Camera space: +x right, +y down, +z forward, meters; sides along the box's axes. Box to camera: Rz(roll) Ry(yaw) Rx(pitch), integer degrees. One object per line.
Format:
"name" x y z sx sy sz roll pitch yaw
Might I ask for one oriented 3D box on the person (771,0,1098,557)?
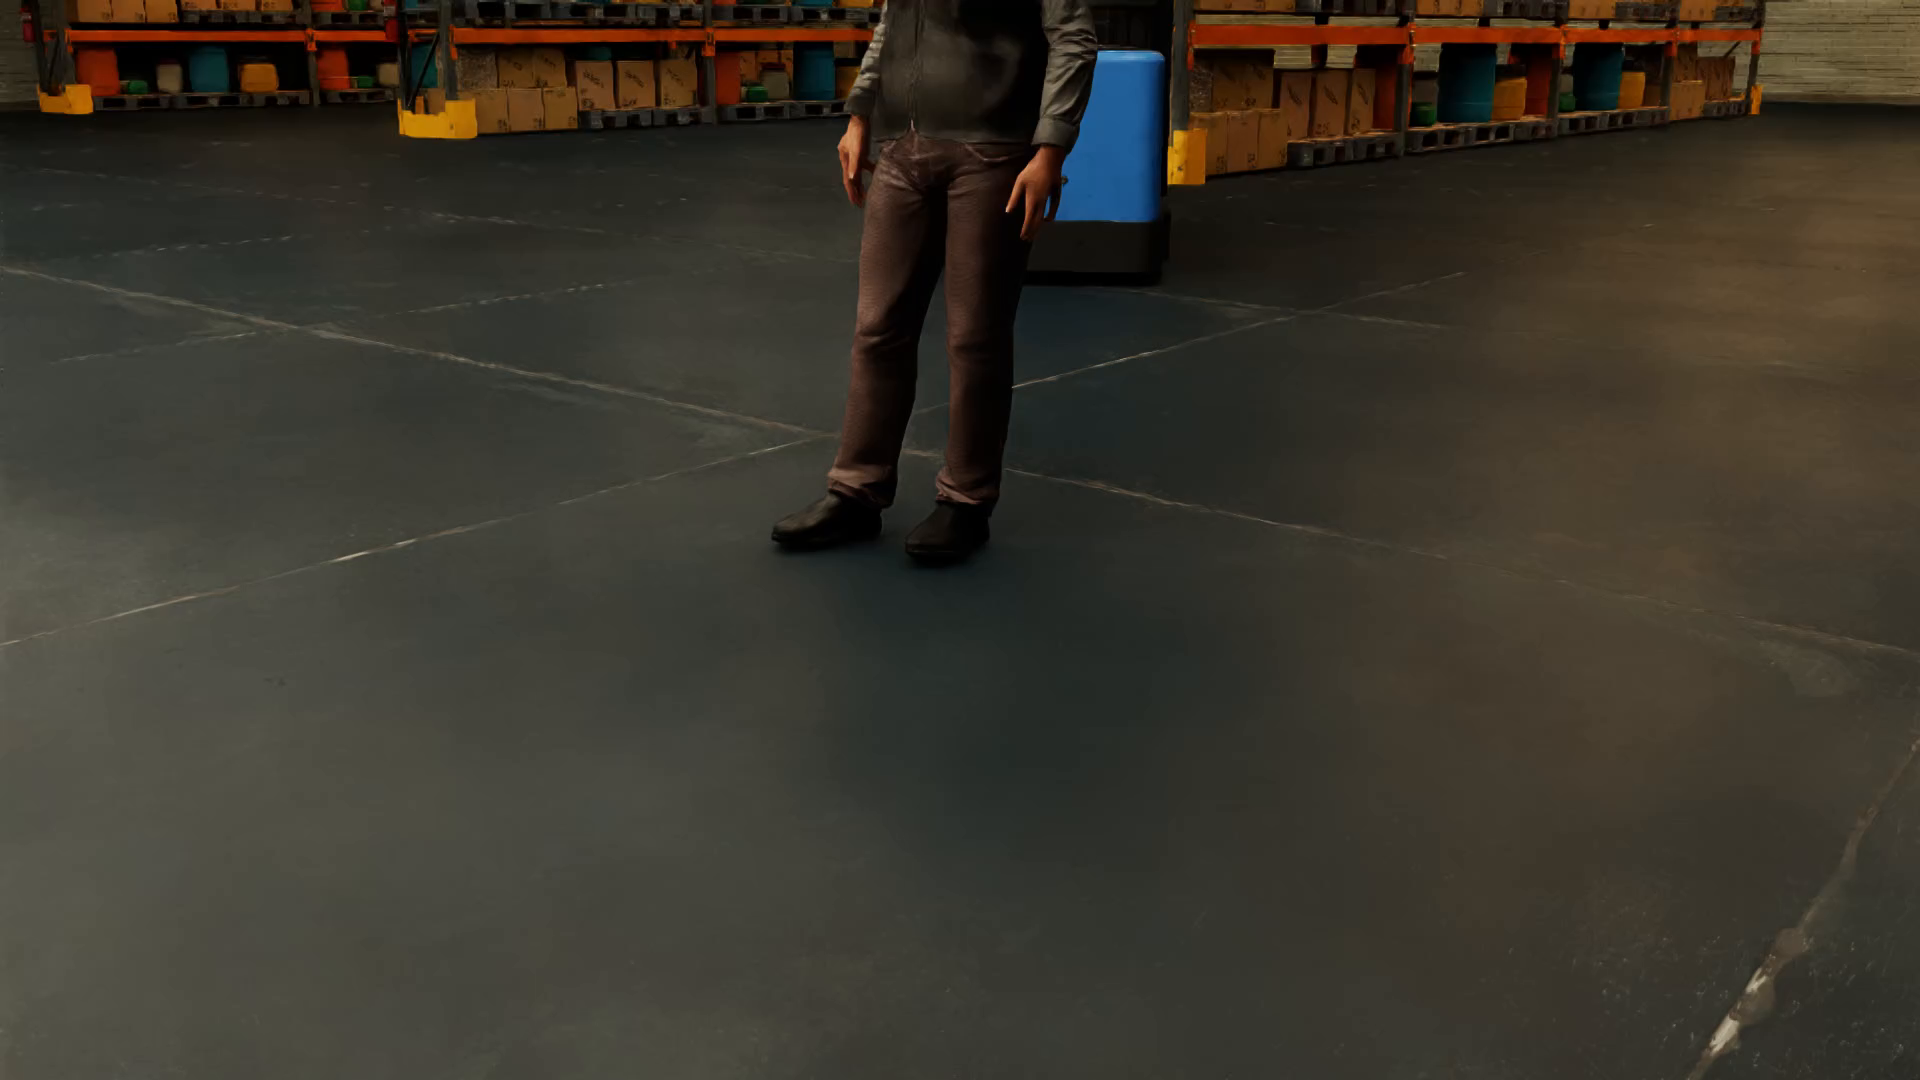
"person" -0.046 -0.818 3.649 0.632 1.720 0.567 13 21 37

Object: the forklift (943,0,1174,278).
"forklift" 0.606 -3.047 8.933 1.130 2.935 3.031 2 17 7
